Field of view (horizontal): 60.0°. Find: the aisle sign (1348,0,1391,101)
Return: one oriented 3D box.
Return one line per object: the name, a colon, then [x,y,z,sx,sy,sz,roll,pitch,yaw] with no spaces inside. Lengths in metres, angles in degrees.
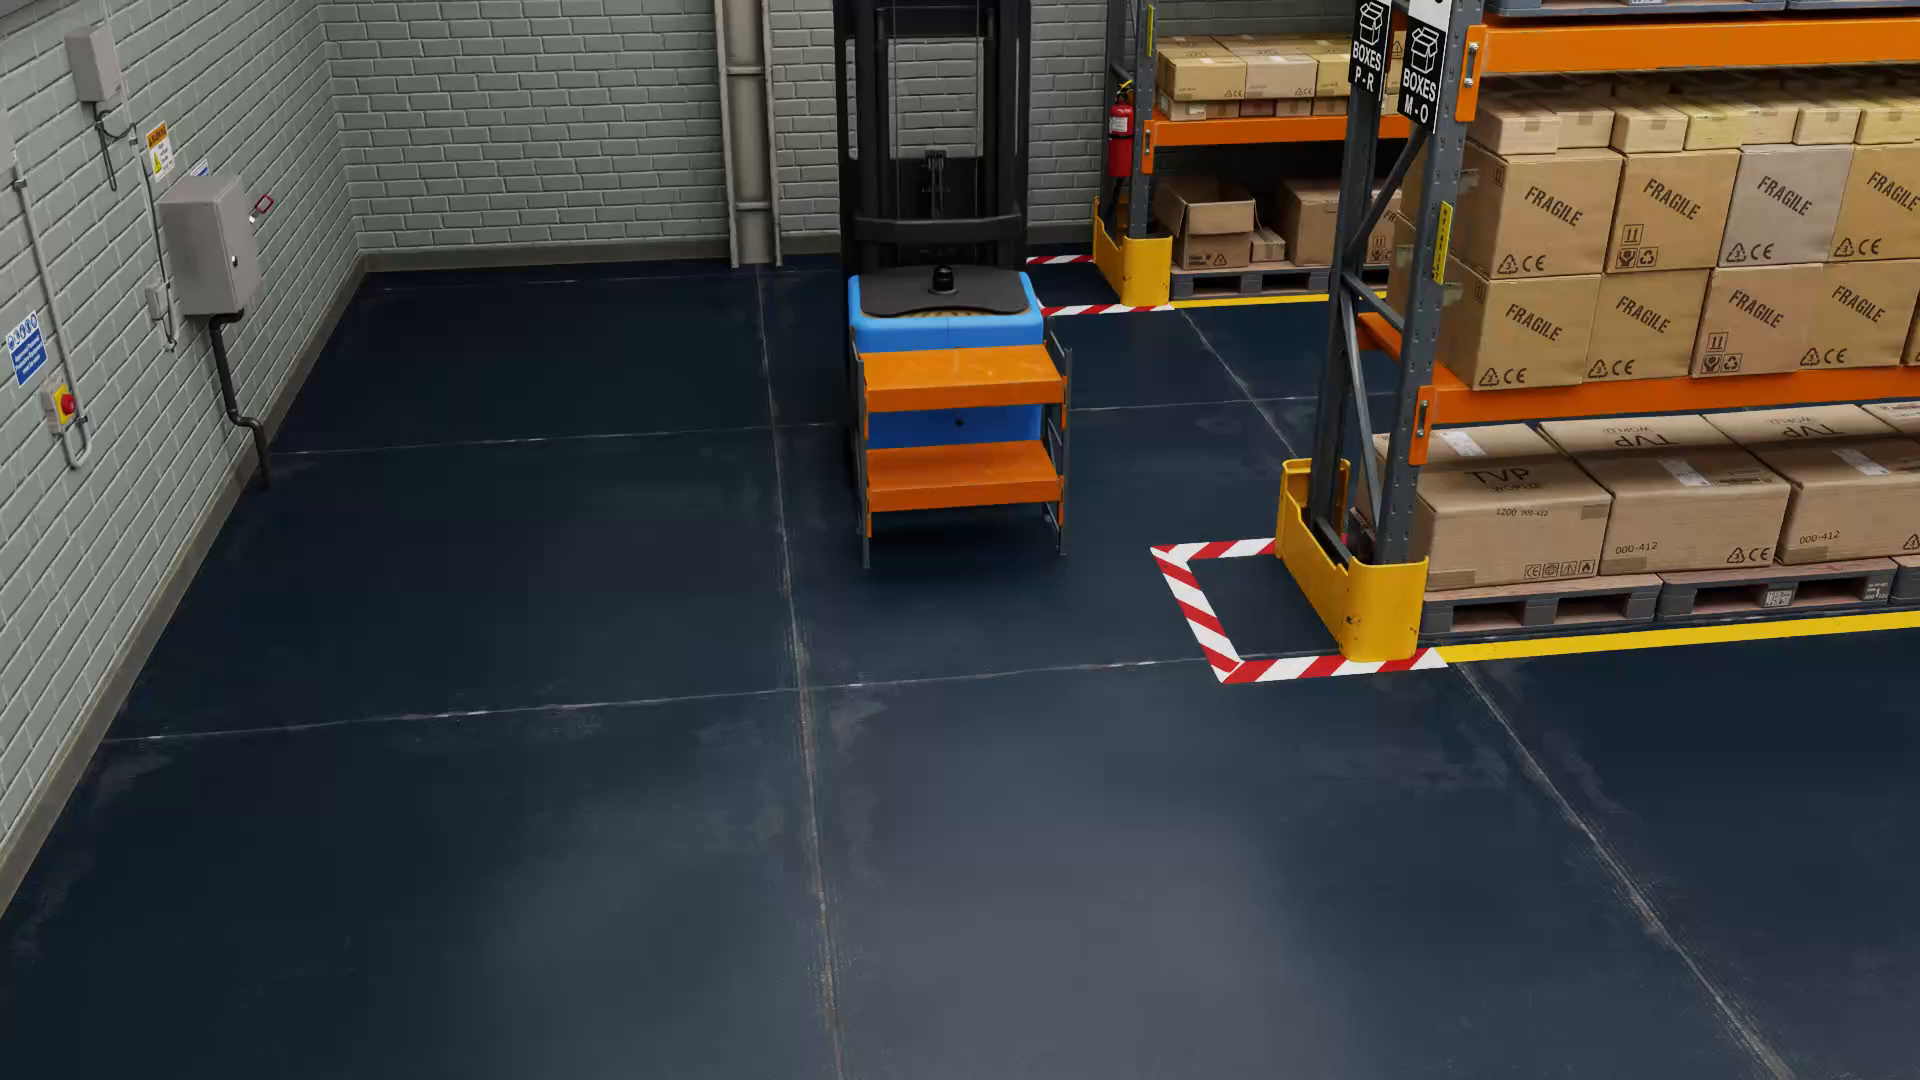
aisle sign: [1.782,-2.334,7.166,0.004,0.787,0.394,-4,27,-7]

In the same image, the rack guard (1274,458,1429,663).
rack guard: [1.873,0.072,8.063,0.348,0.500,1.175,-4,27,-7]

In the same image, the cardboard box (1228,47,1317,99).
cardboard box: [2.187,-3.290,11.715,0.500,0.250,0.500,-3,27,-7]

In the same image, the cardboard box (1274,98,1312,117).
cardboard box: [2.324,-3.129,11.837,0.250,0.149,0.380,-3,27,-5]

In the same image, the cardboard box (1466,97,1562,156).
cardboard box: [2.286,-1.717,6.896,0.250,0.149,0.380,-3,27,-6]

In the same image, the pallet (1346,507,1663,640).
pallet: [2.677,0.113,8.299,1.213,0.211,1.003,-4,27,-7]

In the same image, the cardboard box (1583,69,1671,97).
cardboard box: [2.971,-2.012,7.470,0.250,0.149,0.380,-3,27,-6]

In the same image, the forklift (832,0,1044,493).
forklift: [-0.172,-2.170,9.769,1.130,2.935,3.031,-2,27,-4]

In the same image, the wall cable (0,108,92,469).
wall cable: [-3.684,-1.139,6.536,0.123,1.953,0.585,-4,27,-7]

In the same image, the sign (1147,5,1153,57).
sign: [1.277,-3.425,11.192,0.005,0.325,0.100,-4,27,-7]

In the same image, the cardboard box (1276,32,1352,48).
cardboard box: [2.621,-3.562,12.245,0.500,0.250,0.500,-3,27,-5]

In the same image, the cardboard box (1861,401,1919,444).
cardboard box: [5.221,-0.352,8.496,0.875,0.438,0.875,-4,27,-8]

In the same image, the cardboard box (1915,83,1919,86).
cardboard box: [4.322,-1.858,7.170,0.250,0.149,0.380,-4,27,-8]

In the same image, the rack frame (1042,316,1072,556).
rack frame: [0.497,-0.532,8.555,0.032,1.125,0.500,-4,27,-7]

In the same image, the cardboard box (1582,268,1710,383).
cardboard box: [2.909,-1.032,7.366,0.500,0.500,0.500,-4,27,-8]

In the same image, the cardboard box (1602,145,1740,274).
cardboard box: [2.922,-1.469,7.123,0.500,0.500,0.500,-4,27,-9]

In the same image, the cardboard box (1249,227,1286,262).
cardboard box: [2.246,-2.210,12.433,0.250,0.149,0.380,-5,28,-9]

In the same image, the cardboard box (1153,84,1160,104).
cardboard box: [1.492,-3.316,12.202,0.250,0.149,0.380,-4,27,-8]

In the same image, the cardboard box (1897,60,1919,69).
cardboard box: [4.488,-2.121,7.682,0.250,0.149,0.380,-4,27,-9]

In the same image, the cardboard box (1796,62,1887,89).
cardboard box: [3.998,-2.083,7.609,0.250,0.149,0.380,-4,27,-7]

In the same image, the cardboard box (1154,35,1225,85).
cardboard box: [1.620,-3.500,12.125,0.500,0.250,0.500,-3,27,-6]

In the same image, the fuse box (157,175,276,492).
fuse box: [-3.832,-1.058,8.938,0.414,1.711,0.539,-4,27,-7]

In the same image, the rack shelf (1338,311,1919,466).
rack shelf: [3.877,-0.849,7.907,4.000,0.370,1.077,-4,27,-7]

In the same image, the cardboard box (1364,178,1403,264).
cardboard box: [3.209,-2.382,12.384,0.500,0.500,0.500,-3,27,-6]

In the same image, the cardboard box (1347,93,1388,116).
cardboard box: [2.847,-3.130,11.840,0.250,0.149,0.380,-4,27,-9]

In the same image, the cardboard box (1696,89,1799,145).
cardboard box: [3.320,-1.796,7.050,0.250,0.149,0.380,-3,27,-7]

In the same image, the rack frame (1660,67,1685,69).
rack frame: [5.162,-3.540,12.363,0.127,3.000,1.000,-4,27,-7]

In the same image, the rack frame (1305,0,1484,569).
rack frame: [1.896,-1.042,7.495,0.127,3.000,1.000,-4,27,-7]

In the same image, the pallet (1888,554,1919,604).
pallet: [5.093,-0.043,8.602,1.213,0.211,1.003,-4,27,-7]

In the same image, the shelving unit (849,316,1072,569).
shelving unit: [-0.007,-0.500,8.492,1.048,1.125,0.538,-4,27,-7]

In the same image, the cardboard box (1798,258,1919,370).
cardboard box: [3.909,-1.096,7.490,0.500,0.500,0.500,-3,27,-5]

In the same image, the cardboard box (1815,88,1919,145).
cardboard box: [3.828,-1.797,7.051,0.250,0.149,0.380,-4,27,-8]

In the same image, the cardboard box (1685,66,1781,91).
cardboard box: [3.480,-2.039,7.523,0.250,0.149,0.380,-3,27,-6]

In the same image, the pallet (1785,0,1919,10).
pallet: [3.840,-2.468,7.086,1.213,0.211,1.003,-4,27,-7]

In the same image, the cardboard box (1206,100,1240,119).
cardboard box: [1.810,-3.108,11.796,0.250,0.149,0.380,-3,27,-6]

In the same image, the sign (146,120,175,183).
sign: [-4.030,-1.961,8.381,0.001,0.242,0.339,-4,27,-7]

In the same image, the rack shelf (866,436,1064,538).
rack shelf: [-0.007,-0.282,8.604,1.000,0.278,0.538,-4,27,-7]

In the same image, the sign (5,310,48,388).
sign: [-3.738,-0.767,6.663,0.001,0.218,0.327,-4,27,-7]

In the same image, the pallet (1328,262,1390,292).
pallet: [3.271,-2.177,12.762,1.213,0.211,1.003,-4,27,-7]

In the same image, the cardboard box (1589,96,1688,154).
cardboard box: [2.809,-1.731,6.922,0.250,0.149,0.380,-3,27,-6]

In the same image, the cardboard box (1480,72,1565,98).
cardboard box: [2.472,-1.960,7.369,0.250,0.149,0.380,-3,27,-6]

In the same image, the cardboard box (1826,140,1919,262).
cardboard box: [3.924,-1.537,7.256,0.500,0.500,0.500,-4,27,-7]

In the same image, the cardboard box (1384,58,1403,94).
cardboard box: [3.192,-3.366,11.863,0.500,0.250,0.500,-4,27,-8]

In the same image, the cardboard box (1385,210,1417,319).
cardboard box: [2.337,-1.237,7.765,0.500,0.500,0.500,-4,27,-7]

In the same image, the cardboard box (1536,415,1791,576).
cardboard box: [3.441,-0.238,8.275,0.875,0.438,0.875,-3,27,-6]

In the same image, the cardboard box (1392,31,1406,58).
cardboard box: [3.173,-3.687,11.668,0.500,0.500,0.500,-3,27,-6]
